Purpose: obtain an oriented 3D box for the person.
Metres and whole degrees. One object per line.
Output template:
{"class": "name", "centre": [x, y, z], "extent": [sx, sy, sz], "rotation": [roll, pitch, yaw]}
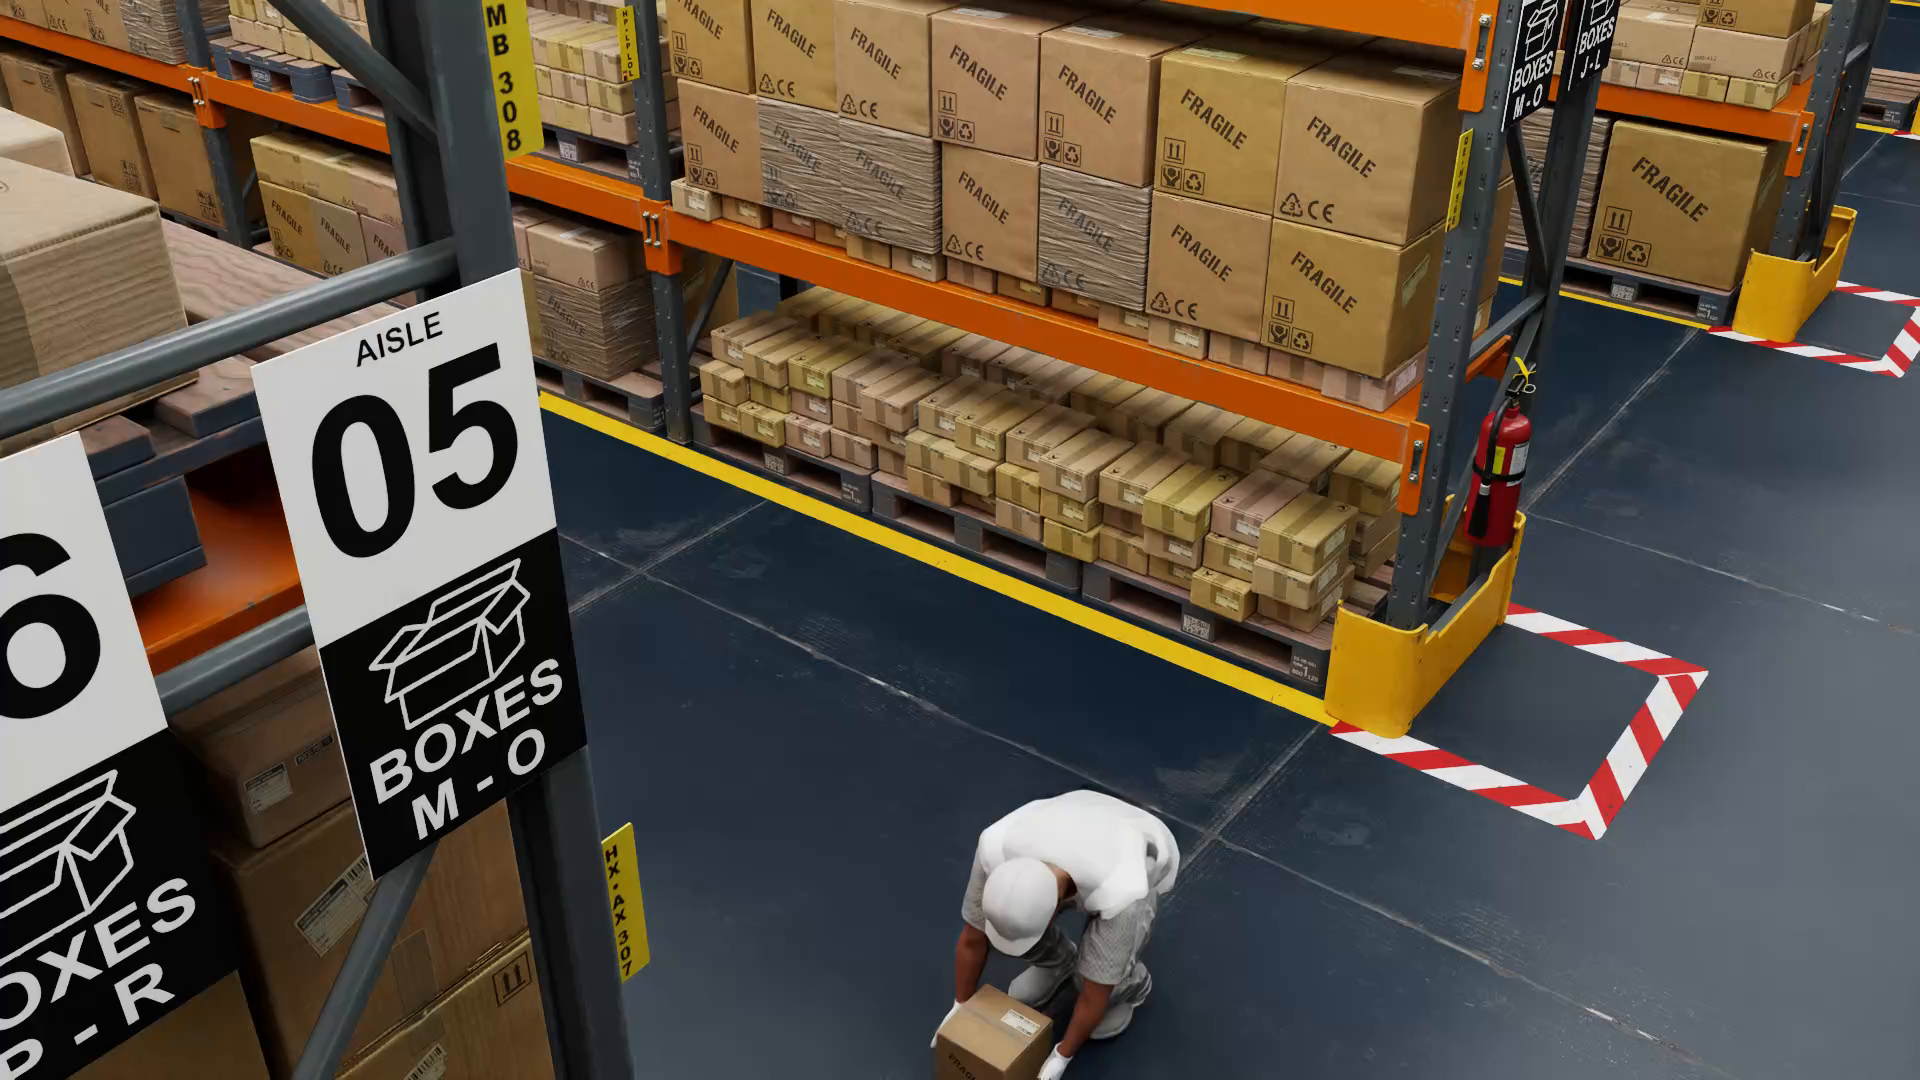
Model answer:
{"class": "person", "centre": [0.342, 1.139, 5.052], "extent": [0.568, 0.909, 0.906], "rotation": [21, 37, 31]}
